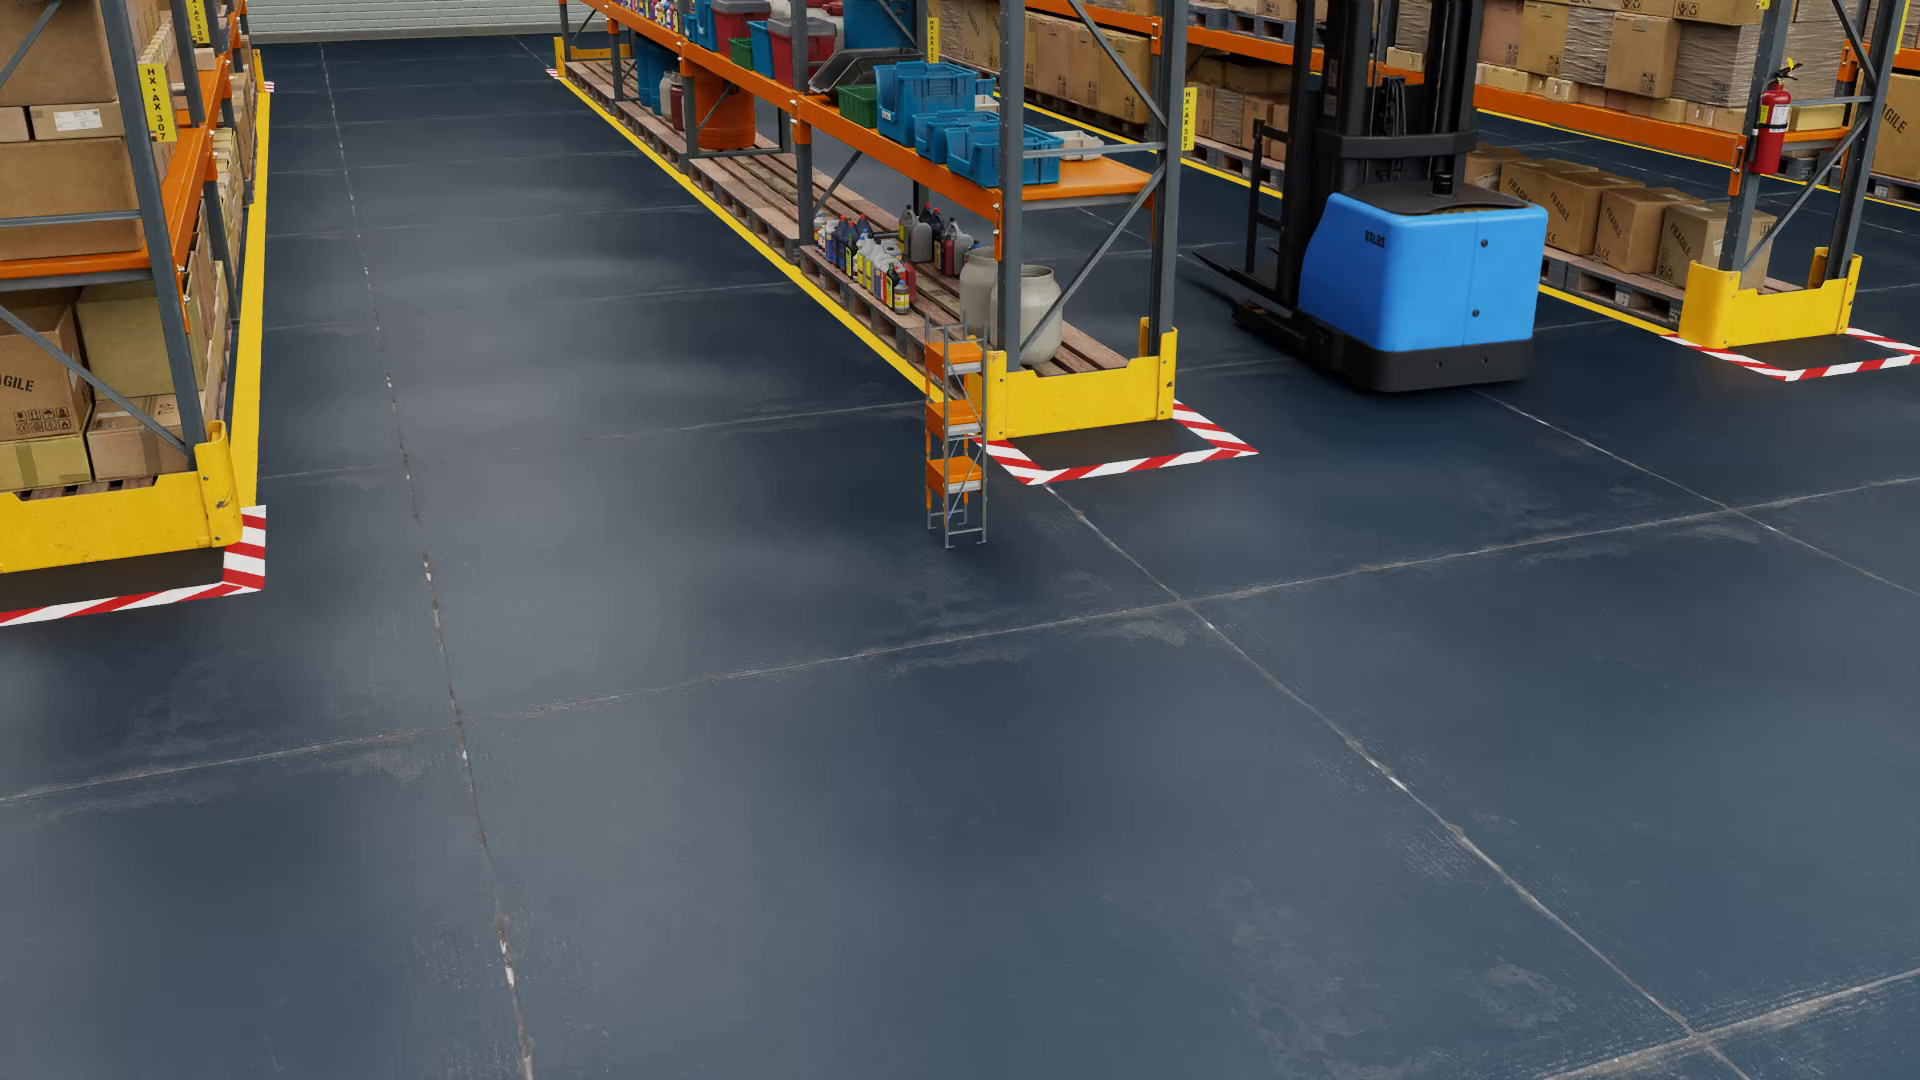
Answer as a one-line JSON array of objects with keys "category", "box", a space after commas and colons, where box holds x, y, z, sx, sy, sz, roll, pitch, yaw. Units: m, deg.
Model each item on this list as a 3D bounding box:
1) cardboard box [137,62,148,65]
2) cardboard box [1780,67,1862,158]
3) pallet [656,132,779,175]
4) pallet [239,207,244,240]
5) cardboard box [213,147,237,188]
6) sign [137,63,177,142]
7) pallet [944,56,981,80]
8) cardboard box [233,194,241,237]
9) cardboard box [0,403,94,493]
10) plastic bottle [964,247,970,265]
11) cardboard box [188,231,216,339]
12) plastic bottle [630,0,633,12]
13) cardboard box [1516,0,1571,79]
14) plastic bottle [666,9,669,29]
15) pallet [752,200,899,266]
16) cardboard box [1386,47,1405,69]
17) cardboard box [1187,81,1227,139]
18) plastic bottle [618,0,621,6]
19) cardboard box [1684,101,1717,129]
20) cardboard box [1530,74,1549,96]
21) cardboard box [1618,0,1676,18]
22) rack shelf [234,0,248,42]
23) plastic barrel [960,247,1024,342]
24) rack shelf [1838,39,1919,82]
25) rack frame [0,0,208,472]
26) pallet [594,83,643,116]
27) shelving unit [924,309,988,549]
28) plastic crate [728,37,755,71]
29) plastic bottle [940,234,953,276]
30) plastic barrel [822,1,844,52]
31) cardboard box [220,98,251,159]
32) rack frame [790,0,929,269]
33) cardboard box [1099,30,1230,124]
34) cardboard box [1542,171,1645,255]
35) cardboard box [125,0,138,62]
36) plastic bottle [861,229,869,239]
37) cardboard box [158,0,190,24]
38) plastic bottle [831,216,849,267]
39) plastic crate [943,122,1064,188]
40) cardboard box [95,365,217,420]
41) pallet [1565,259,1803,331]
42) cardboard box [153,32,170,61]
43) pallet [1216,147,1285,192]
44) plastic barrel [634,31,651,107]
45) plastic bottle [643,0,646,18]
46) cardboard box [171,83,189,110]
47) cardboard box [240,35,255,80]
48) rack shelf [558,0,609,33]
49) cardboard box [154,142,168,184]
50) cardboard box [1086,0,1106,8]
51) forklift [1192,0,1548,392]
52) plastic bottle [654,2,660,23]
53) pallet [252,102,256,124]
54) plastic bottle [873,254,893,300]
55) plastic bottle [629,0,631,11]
[{"category": "cardboard box", "box": [-4.341, -2.341, 8.478, 0.380, 0.149, 0.250, -9, 24, -20]}, {"category": "cardboard box", "box": [8.281, -4.181, 16.164, 1.050, 0.750, 0.750, -8, 24, -19]}, {"category": "pallet", "box": [-2.456, -3.937, 16.819, 1.003, 0.211, 1.213, -8, 24, -19]}, {"category": "pallet", "box": [-6.519, -2.673, 13.821, 1.003, 0.211, 1.213, -8, 24, -19]}, {"category": "cardboard box", "box": [-5.992, -2.919, 13.092, 0.500, 0.311, 0.500, -9, 24, -19]}, {"category": "sign", "box": [-3.426, -1.865, 7.097, 0.100, 0.325, 0.005, -8, 24, -19]}, {"category": "pallet", "box": [0.452, -6.520, 22.948, 1.003, 0.211, 1.213, -8, 24, -19]}, {"category": "cardboard box", "box": [-5.815, -2.475, 12.760, 0.500, 0.250, 0.500, -8, 24, -18]}, {"category": "cardboard box", "box": [-4.413, -0.437, 7.924, 0.500, 0.250, 0.500, -8, 24, -19]}, {"category": "plastic bottle", "box": [0.075, -1.921, 11.481, 0.097, 0.201, 0.097, 0, 23, 0]}, {"category": "cardboard box", "box": [-4.456, -1.399, 9.241, 0.500, 0.500, 0.500, -8, 24, -19]}, {"category": "plastic bottle", "box": [-3.507, -5.826, 17.861, 0.061, 0.283, 0.133, -8, 24, -19]}, {"category": "cardboard box", "box": [4.562, -3.637, 12.004, 0.875, 0.500, 0.500, -8, 24, -19]}, {"category": "plastic bottle", "box": [-2.820, -5.102, 16.248, 0.097, 0.201, 0.097, 0, 23, 0]}, {"category": "pallet", "box": [-1.039, -2.483, 13.369, 1.003, 0.211, 1.213, -8, 24, -19]}, {"category": "cardboard box", "box": [3.703, -3.932, 13.541, 0.380, 0.149, 0.250, -8, 24, -19]}, {"category": "cardboard box", "box": [2.751, -4.431, 17.052, 0.700, 0.500, 0.500, -10, 25, -22]}, {"category": "plastic bottle", "box": [-3.774, -6.100, 18.512, 0.061, 0.283, 0.133, -8, 24, -19]}, {"category": "cardboard box", "box": [4.940, -2.764, 10.770, 0.380, 0.149, 0.250, -8, 24, -19]}, {"category": "cardboard box", "box": [4.376, -3.304, 12.051, 0.380, 0.149, 0.250, -8, 24, -19]}, {"category": "cardboard box", "box": [4.714, -3.705, 10.878, 0.500, 0.500, 0.500, -8, 24, -19]}, {"category": "rack shelf", "box": [-8.893, -6.111, 19.314, 1.077, 0.370, 4.000, -8, 24, -19]}, {"category": "plastic barrel", "box": [0.207, -1.492, 10.091, 0.421, 0.512, 0.421, 0, 23, 0]}, {"category": "rack shelf", "box": [9.291, -3.753, 13.718, 1.077, 0.370, 4.000, -8, 24, -19]}, {"category": "rack frame", "box": [-3.947, -1.356, 7.105, 1.000, 3.000, 0.127, -8, 24, -19]}, {"category": "pallet", "box": [-3.847, -5.371, 20.222, 1.003, 0.211, 1.213, -8, 24, -19]}, {"category": "shelving unit", "box": [-0.019, -0.503, 7.592, 0.215, 1.050, 0.252, -8, 24, -19]}, {"category": "plastic crate", "box": [-1.604, -3.984, 13.613, 0.450, 0.188, 0.662, -8, 24, -19]}, {"category": "plastic bottle", "box": [-0.092, -1.983, 11.523, 0.061, 0.283, 0.133, -8, 24, -19]}, {"category": "plastic barrel", "box": [-0.858, -3.928, 13.032, 0.433, 0.535, 0.433, 0, 23, 0]}, {"category": "cardboard box", "box": [-7.029, -3.891, 15.771, 0.500, 0.500, 0.500, -9, 24, -20]}, {"category": "rack frame", "box": [-0.725, -3.488, 12.163, 1.000, 3.000, 0.127, -8, 24, -19]}, {"category": "cardboard box", "box": [2.271, -5.089, 18.156, 1.225, 0.875, 0.875, -10, 25, -21]}, {"category": "cardboard box", "box": [4.670, -2.427, 12.324, 0.500, 0.500, 0.500, -6, 24, -14]}, {"category": "cardboard box", "box": [-4.489, -2.564, 8.172, 0.700, 0.500, 0.500, -8, 24, -19]}, {"category": "plastic bottle", "box": [-0.664, -2.047, 11.690, 0.097, 0.271, 0.097, 0, 23, 0]}, {"category": "cardboard box", "box": [-7.101, -4.716, 14.407, 0.700, 0.500, 0.500, -18, 29, -36]}, {"category": "plastic bottle", "box": [-0.828, -2.119, 11.761, 0.144, 0.351, 0.185, -8, 24, -18]}, {"category": "plastic crate", "box": [0.231, -2.107, 9.077, 0.499, 0.251, 0.616, -8, 24, -19]}, {"category": "cardboard box", "box": [-4.109, -0.689, 8.522, 0.500, 0.250, 0.500, -8, 24, -19]}, {"category": "pallet", "box": [5.041, -1.756, 11.646, 1.003, 0.211, 1.213, -8, 24, -19]}, {"category": "cardboard box", "box": [-4.883, -2.900, 9.805, 0.380, 0.149, 0.250, -9, 25, -21]}, {"category": "pallet", "box": [3.197, -3.609, 16.041, 1.003, 0.211, 1.213, -8, 24, -19]}, {"category": "plastic barrel", "box": [-3.375, -5.421, 18.911, 0.600, 0.901, 0.708, -8, 24, -19]}, {"category": "plastic bottle", "box": [-3.213, -5.601, 17.241, 0.144, 0.351, 0.185, -8, 24, -19]}, {"category": "cardboard box", "box": [-5.482, -3.044, 11.433, 0.380, 0.149, 0.250, -8, 24, -19]}, {"category": "cardboard box", "box": [-9.177, -6.057, 20.910, 0.500, 0.500, 0.500, -8, 24, -19]}, {"category": "rack shelf", "box": [-4.258, -6.790, 20.923, 1.077, 0.370, 4.000, -8, 24, -19]}, {"category": "cardboard box", "box": [-4.650, -2.136, 8.826, 0.700, 0.500, 0.500, -8, 24, -17]}, {"category": "cardboard box", "box": [1.732, -6.182, 18.427, 0.500, 0.500, 0.500, -9, 25, -21]}, {"category": "forklift", "box": [2.468, -2.746, 10.491, 1.130, 2.935, 3.031, -7, 24, -16]}, {"category": "plastic bottle", "box": [-3.026, -5.314, 16.751, 0.097, 0.201, 0.097, 0, 23, 0]}, {"category": "pallet", "box": [-8.428, -4.681, 18.584, 1.003, 0.211, 1.213, -8, 24, -19]}, {"category": "plastic bottle", "box": [-0.483, -1.735, 10.944, 0.152, 0.276, 0.135, -9, 24, -20]}, {"category": "plastic bottle", "box": [-3.531, -5.833, 17.983, 0.097, 0.201, 0.097, 0, 23, 0]}]
